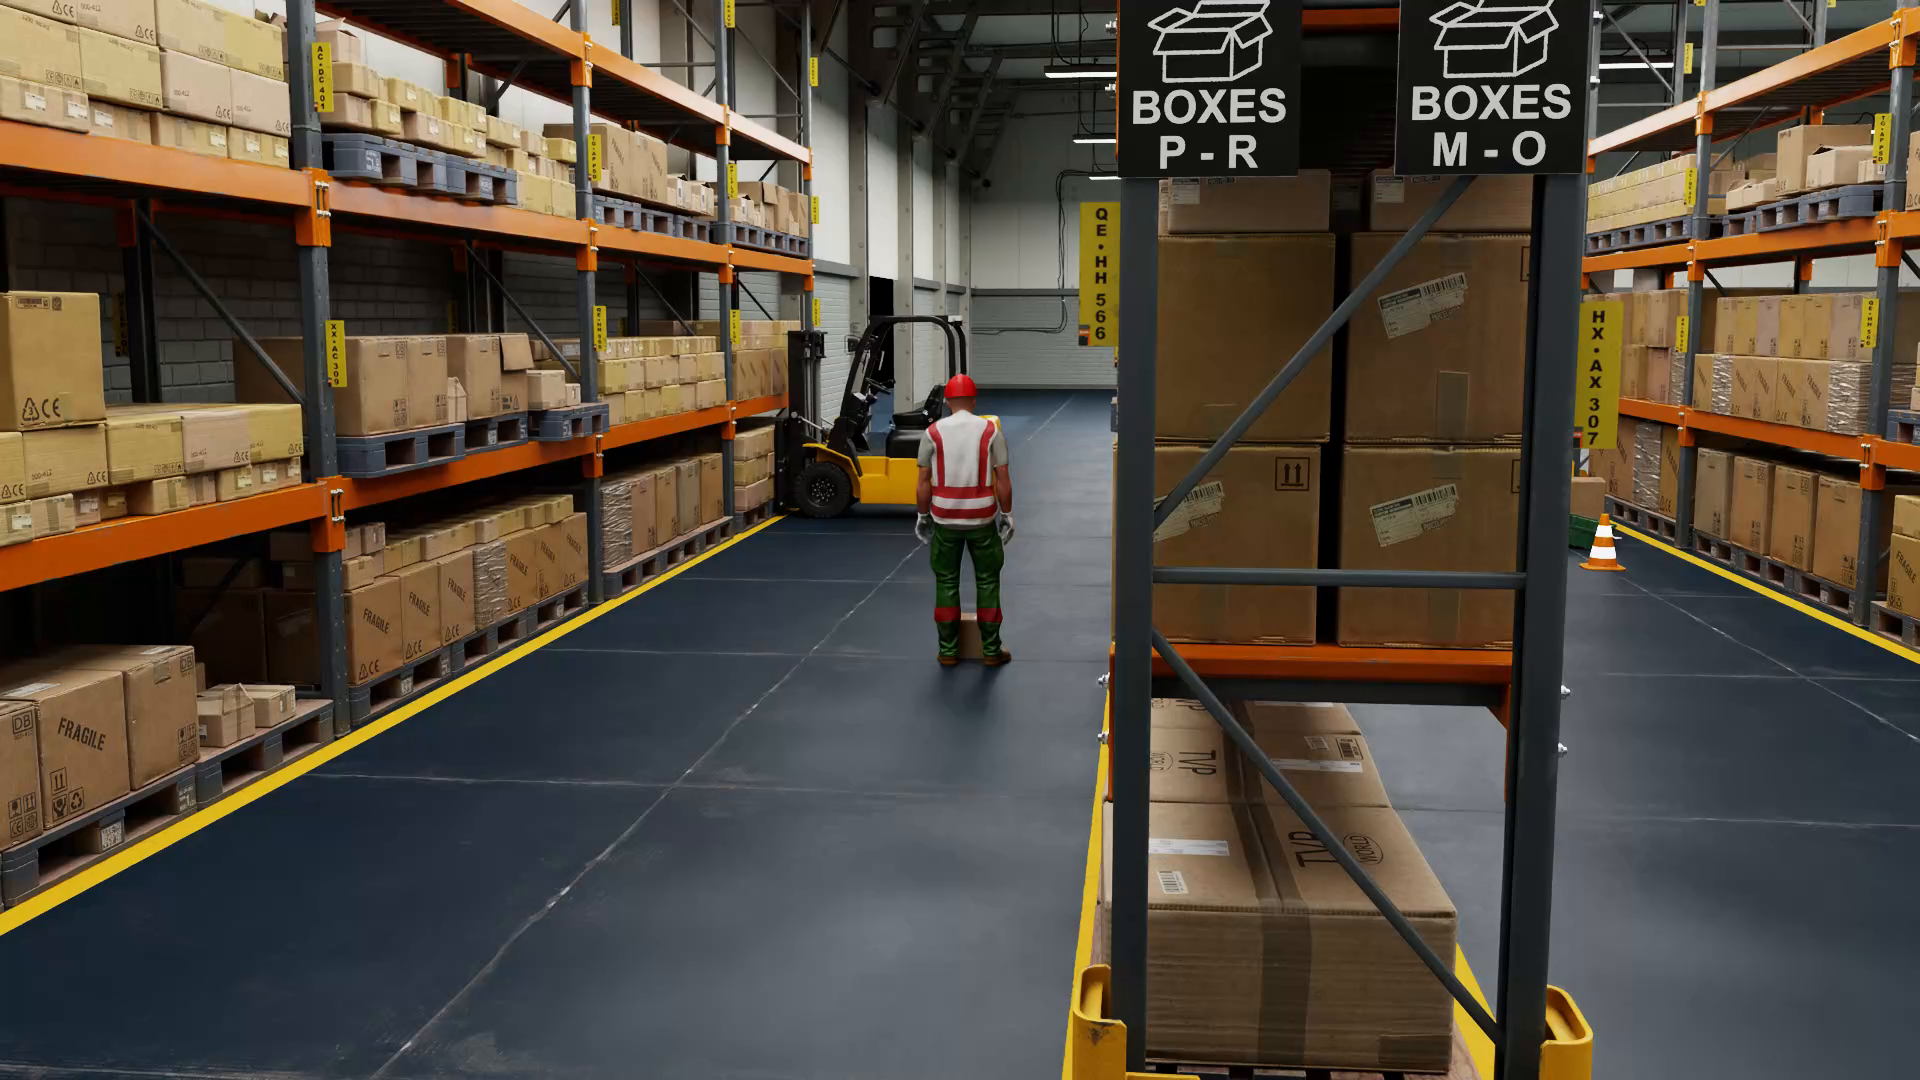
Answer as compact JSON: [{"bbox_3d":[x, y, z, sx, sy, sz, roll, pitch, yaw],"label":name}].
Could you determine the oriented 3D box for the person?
[{"bbox_3d":[0.043,-0.123,10.166,0.610,1.780,0.448,1,8,7],"label":"person"}]
